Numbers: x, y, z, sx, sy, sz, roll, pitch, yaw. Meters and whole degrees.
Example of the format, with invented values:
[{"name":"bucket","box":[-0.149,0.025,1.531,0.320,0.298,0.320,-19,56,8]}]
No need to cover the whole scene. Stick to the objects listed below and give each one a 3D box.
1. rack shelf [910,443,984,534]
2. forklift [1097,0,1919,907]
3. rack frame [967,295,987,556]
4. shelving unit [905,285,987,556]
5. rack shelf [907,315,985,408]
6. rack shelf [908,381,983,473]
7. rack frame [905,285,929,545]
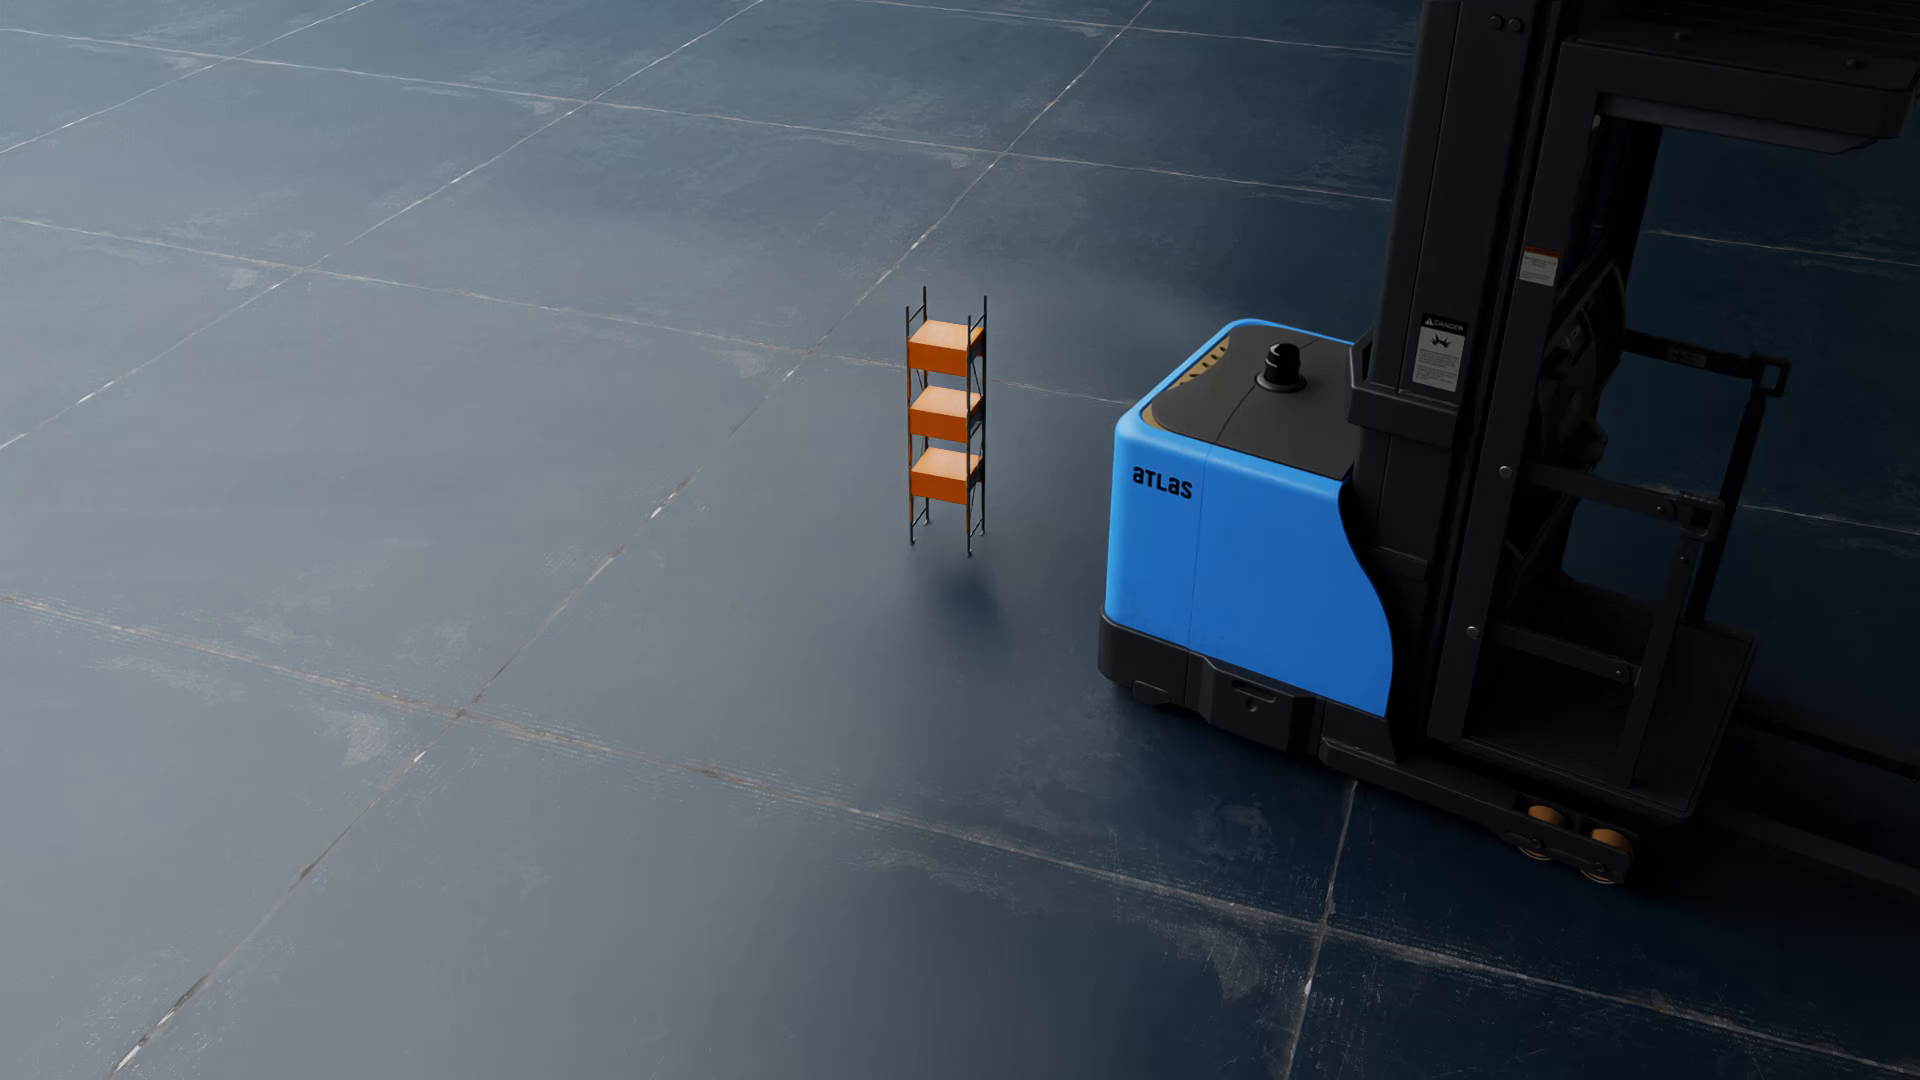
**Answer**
[{"name":"rack shelf","box":[-0.050,-0.208,6.637,0.240,0.259,0.215,11,34,16]},{"name":"forklift","box":[2.009,-0.506,4.831,3.031,2.935,1.130,19,37,27]},{"name":"rack frame","box":[0.064,-0.429,6.446,0.008,1.050,0.200,11,34,16]},{"name":"shelving unit","box":[-0.050,-0.451,6.480,0.252,1.050,0.215,11,34,16]},{"name":"rack shelf","box":[-0.050,-0.680,6.332,0.240,0.259,0.215,11,34,16]},{"name":"rack shelf","box":[-0.050,-0.442,6.486,0.240,0.259,0.215,11,34,16]},{"name":"rack frame","box":[-0.165,-0.473,6.515,0.008,1.050,0.200,11,34,16]}]
